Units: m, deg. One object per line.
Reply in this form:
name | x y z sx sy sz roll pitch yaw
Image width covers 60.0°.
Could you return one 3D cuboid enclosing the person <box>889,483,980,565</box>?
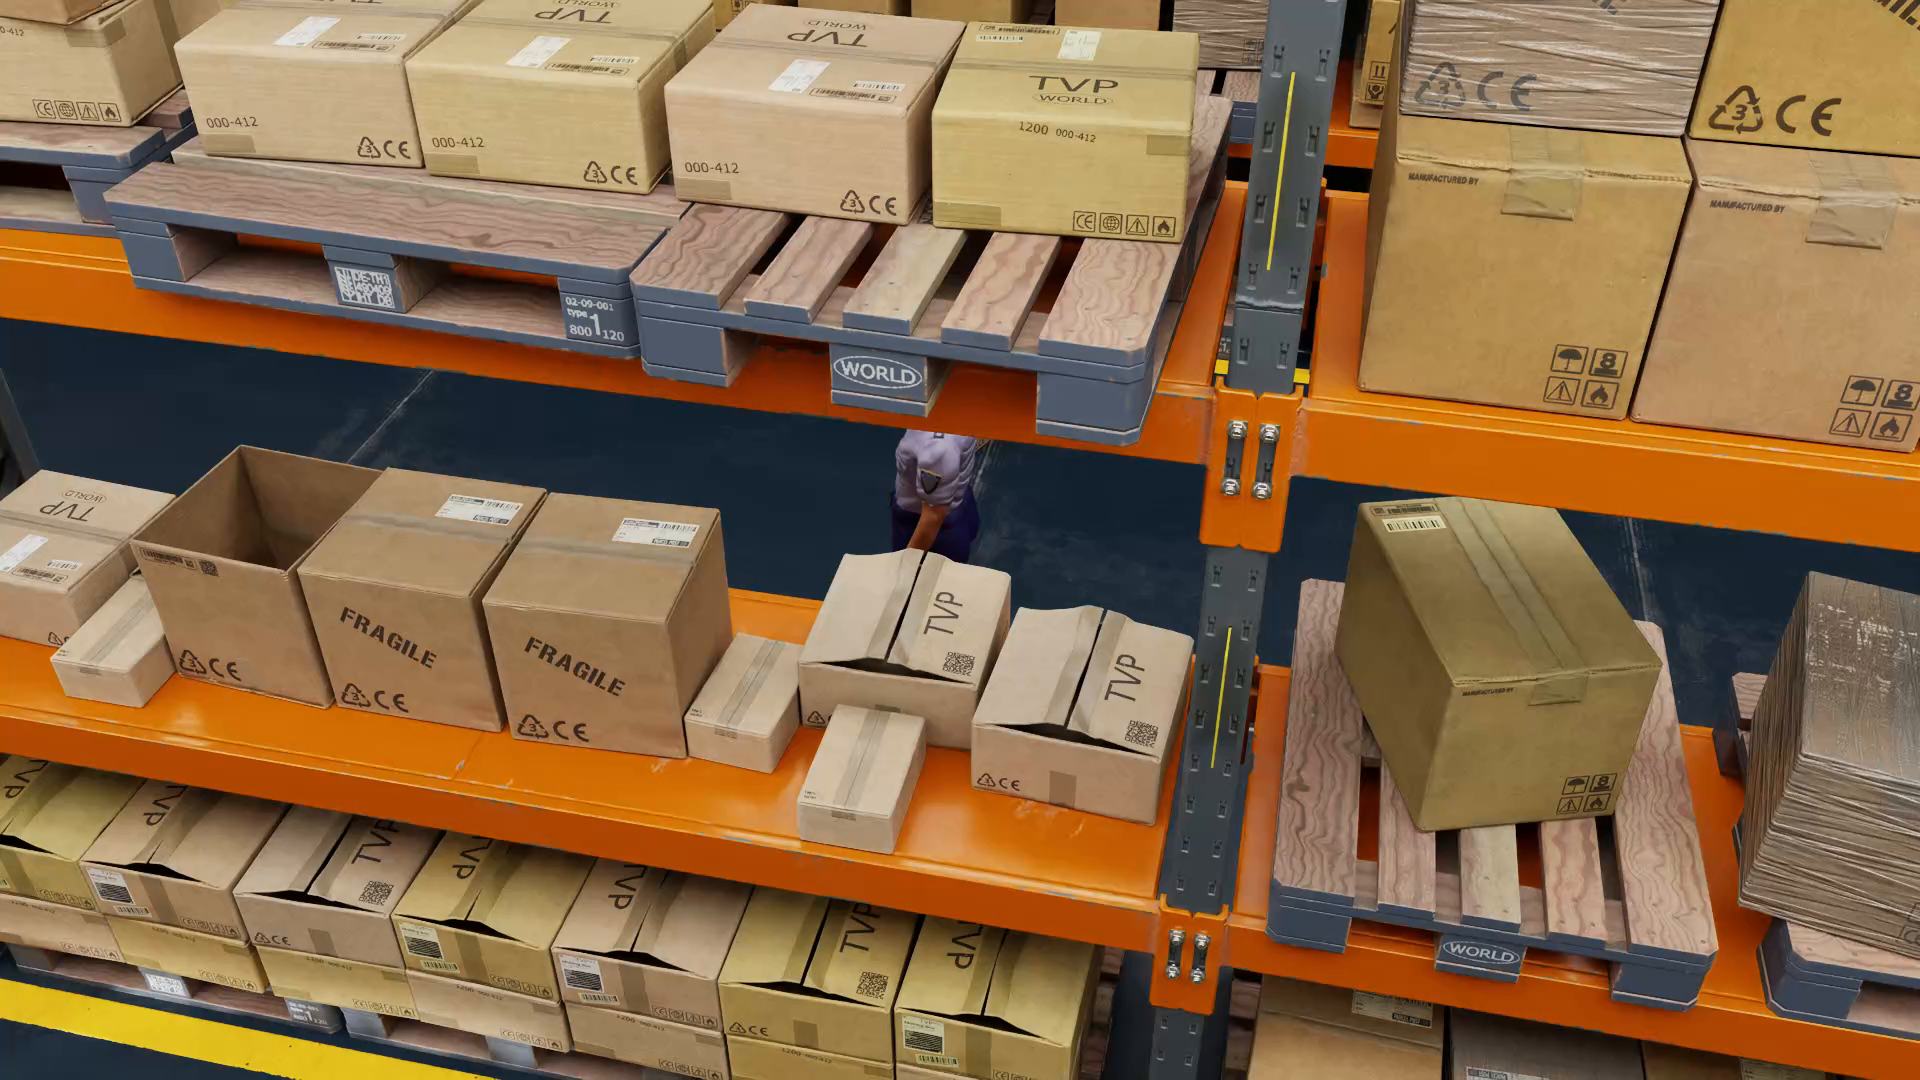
person | -0.177 0.172 6.433 0.500 1.029 0.525 7 37 9
